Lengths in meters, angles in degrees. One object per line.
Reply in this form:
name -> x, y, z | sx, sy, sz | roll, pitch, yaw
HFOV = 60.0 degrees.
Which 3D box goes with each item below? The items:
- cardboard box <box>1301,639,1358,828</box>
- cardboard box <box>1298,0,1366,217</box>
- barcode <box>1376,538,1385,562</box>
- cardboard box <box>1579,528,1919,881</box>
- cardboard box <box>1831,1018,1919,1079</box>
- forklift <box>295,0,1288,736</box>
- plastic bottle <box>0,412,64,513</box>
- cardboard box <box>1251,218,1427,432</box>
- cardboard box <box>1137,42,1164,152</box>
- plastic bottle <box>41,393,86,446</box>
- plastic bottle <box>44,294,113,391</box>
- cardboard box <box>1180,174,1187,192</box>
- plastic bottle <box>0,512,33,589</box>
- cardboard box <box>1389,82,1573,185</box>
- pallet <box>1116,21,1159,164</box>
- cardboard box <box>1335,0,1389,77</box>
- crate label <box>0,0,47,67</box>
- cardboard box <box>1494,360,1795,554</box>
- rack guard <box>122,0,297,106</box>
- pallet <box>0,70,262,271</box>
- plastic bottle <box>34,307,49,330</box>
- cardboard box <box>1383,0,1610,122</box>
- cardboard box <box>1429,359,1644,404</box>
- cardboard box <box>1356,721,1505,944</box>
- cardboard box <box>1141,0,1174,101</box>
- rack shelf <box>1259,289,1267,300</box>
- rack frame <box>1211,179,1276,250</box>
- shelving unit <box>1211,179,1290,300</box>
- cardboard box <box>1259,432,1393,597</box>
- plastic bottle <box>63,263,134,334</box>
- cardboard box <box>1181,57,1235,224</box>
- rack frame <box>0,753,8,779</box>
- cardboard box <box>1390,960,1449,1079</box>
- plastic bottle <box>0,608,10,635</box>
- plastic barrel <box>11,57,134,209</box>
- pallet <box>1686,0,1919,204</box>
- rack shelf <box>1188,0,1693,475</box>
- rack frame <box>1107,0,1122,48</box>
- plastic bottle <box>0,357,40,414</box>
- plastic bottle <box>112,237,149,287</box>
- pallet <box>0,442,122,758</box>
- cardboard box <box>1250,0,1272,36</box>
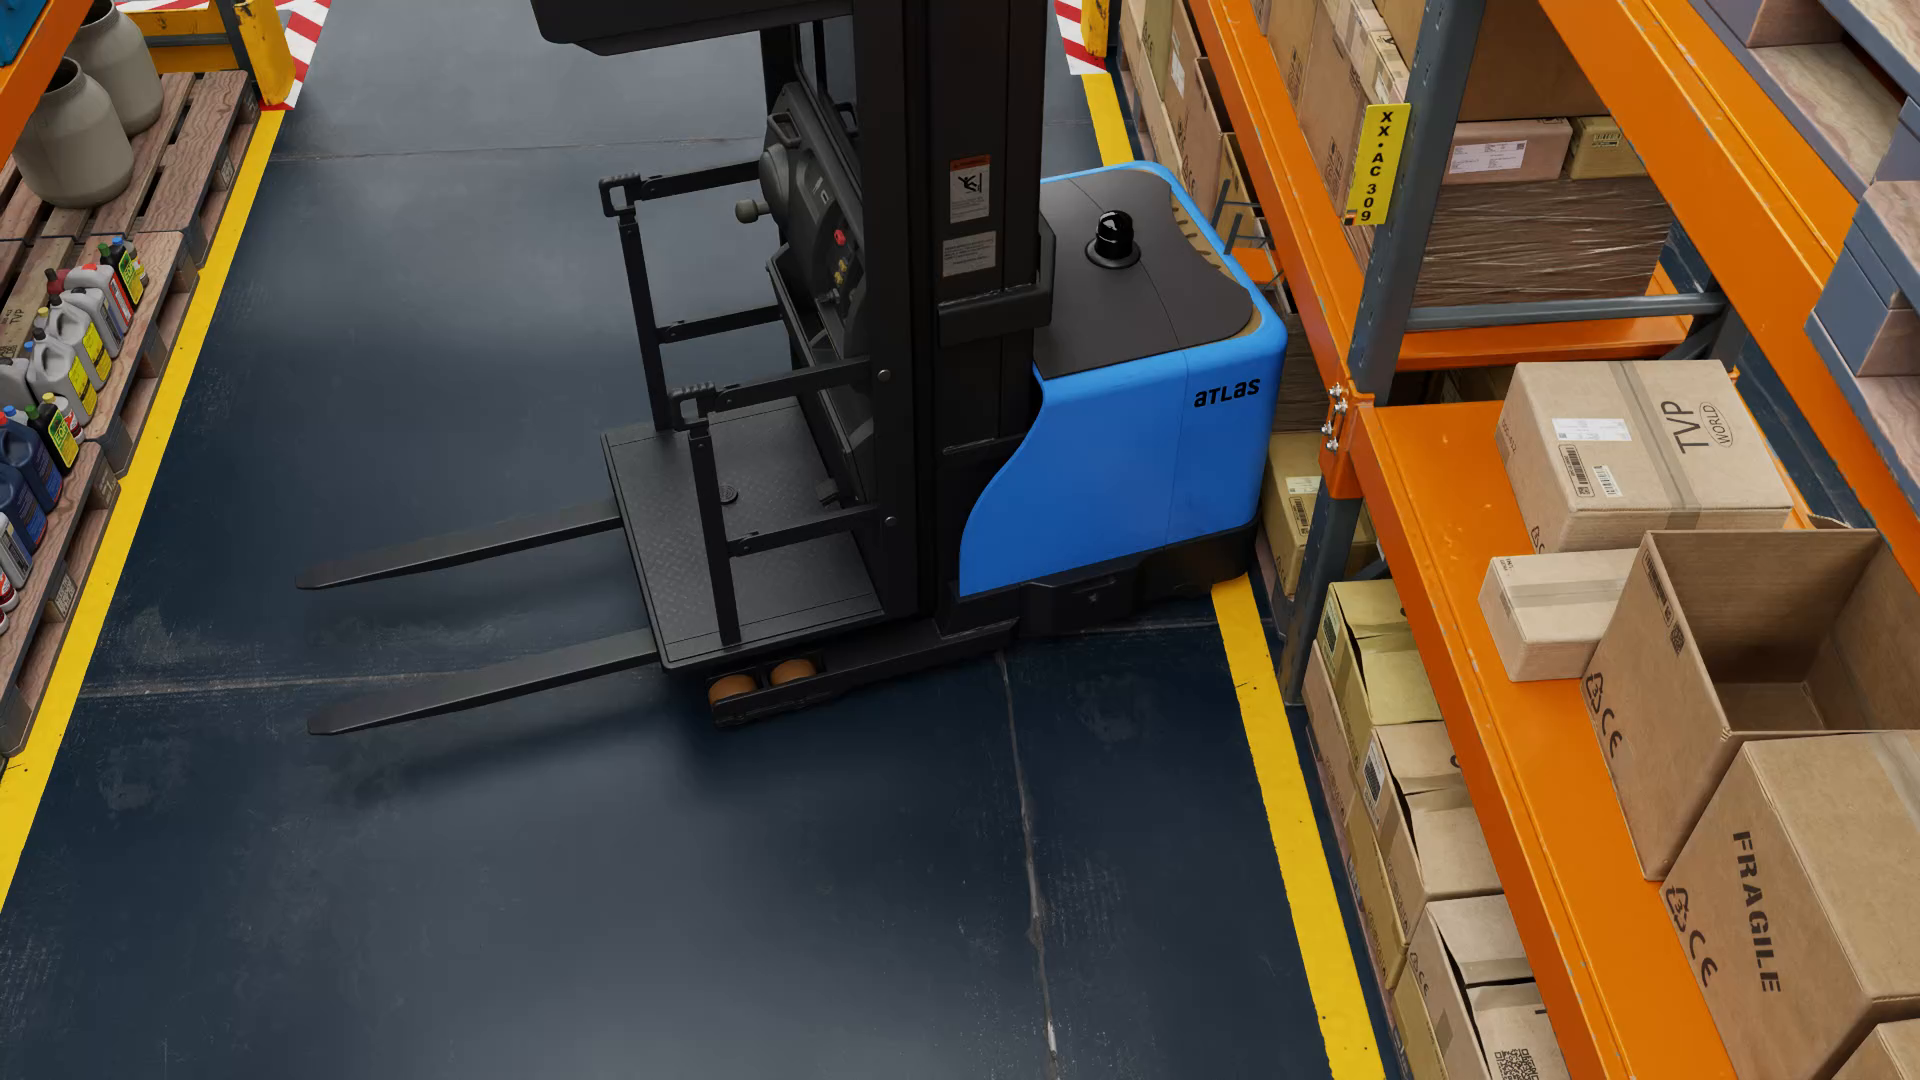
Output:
cardboard box -> 1.304, 0.532, 4.785 | 0.500, 0.250, 0.500 | -5, 47, -4
cardboard box -> 1.423, -1.312, 4.858 | 0.700, 0.500, 0.500 | -4, 47, -4
barcode -> 1.124, 0.012, 4.430 | 0.001, 0.075, 0.075 | -3, 47, -3
cardboard box -> 1.610, 0.328, 3.305 | 0.500, 0.500, 0.500 | 0, 47, 0
cardboard box -> 1.696, 1.071, 2.601 | 0.500, 0.500, 0.500 | -6, 47, -5
forklift -> -0.592, -0.863, 4.549 | 3.031, 2.935, 1.130 | -14, 48, -13
plastic bottle -> -3.089, -0.264, 5.455 | 0.144, 0.351, 0.185 | -5, 47, -5
cardboard box -> 1.231, -0.717, 5.452 | 0.500, 0.500, 0.500 | -3, 47, -3
cardboard box -> 1.051, -1.906, 7.094 | 0.500, 0.250, 0.500 | -3, 47, -3
plastic bottle -> -3.089, -0.419, 5.705 | 0.097, 0.201, 0.097 | 0, 47, 0
plastic bottle -> -3.140, -0.706, 5.874 | 0.144, 0.351, 0.185 | -2, 47, -2
cardboard box -> 1.130, -1.182, 6.408 | 0.500, 0.250, 0.500 | -3, 47, -3
plastic bottle -> -3.063, 0.018, 5.240 | 0.152, 0.276, 0.135 | -2, 47, -2
cardboard box -> 1.281, -1.017, 4.132 | 0.380, 0.149, 0.250 | -4, 47, -3
pallet -> 1.288, -1.960, 7.461 | 1.003, 0.211, 1.213 | -3, 47, -3
cardboard box -> 1.238, -1.385, 4.480 | 0.380, 0.149, 0.250 | -5, 47, -4
crate label -> -3.330, -1.869, 5.429 | 0.502, 0.435, 0.616 | -3, 47, -3
cardboard box -> 1.602, -0.171, 3.949 | 0.500, 0.250, 0.500 | -1, 47, -1
rack guard -> -3.700, -2.260, 7.546 | 1.175, 0.500, 0.348 | -3, 47, -3
pallet -> -3.638, -1.572, 7.094 | 1.003, 0.211, 1.213 | -3, 47, -3
plastic bottle -> -3.280, -0.753, 6.022 | 0.097, 0.201, 0.097 | 0, 47, 0
cardboard box -> 1.474, -1.377, 4.026 | 0.700, 0.500, 0.500 | -3, 47, -3
cardboard box -> 1.791, -0.387, 5.139 | 0.500, 0.500, 0.500 | -3, 47, -3
cardboard box -> 1.340, 0.709, 4.231 | 0.500, 0.311, 0.500 | -4, 47, -4
cardboard box -> 1.050, -2.164, 6.821 | 0.500, 0.500, 0.500 | -3, 47, -3
rack shelf -> 0.879, -0.758, 5.363 | 0.258, 0.103, 0.180 | 3, 45, -10
rack frame -> 0.841, -0.685, 5.563 | 0.240, 1.200, 0.006 | 3, 45, -10
shelving unit -> 0.849, -0.620, 5.499 | 0.258, 1.200, 0.189 | 3, 45, -10
cardboard box -> 1.261, -0.097, 5.380 | 0.500, 0.250, 0.500 | -3, 47, -3
plastic bottle -> -3.169, -0.900, 6.109 | 0.152, 0.276, 0.135 | -3, 47, -3
cardboard box -> 1.129, -1.440, 6.136 | 0.500, 0.500, 0.500 | -3, 47, -3
rack frame -> -3.419, -0.278, 3.947 | 1.000, 3.000, 0.127 | -3, 47, -3
cardboard box -> 1.392, 1.277, 4.080 | 0.500, 0.250, 0.500 | -5, 47, -5
plastic bottle -> -3.017, 0.203, 5.116 | 0.097, 0.201, 0.097 | 0, 47, 0
plastic barrel -> -3.581, -1.626, 6.649 | 0.421, 0.512, 0.421 | 0, 47, 0
pallet -> 1.604, -0.904, 2.606 | 0.805, 0.209, 1.217 | -5, 47, -5
rack shelf -> 1.350, -1.776, 5.861 | 1.077, 0.370, 4.000 | -3, 47, -3
rack frame -> 1.183, -3.470, 6.970 | 1.000, 3.000, 0.127 | -3, 47, -3
plastic bottle -> -3.270, -0.518, 5.748 | 0.152, 0.276, 0.135 | -3, 47, -3
plastic bottle -> -3.163, -1.058, 6.311 | 0.097, 0.201, 0.097 | 0, 47, 0
pallet -> -3.434, 0.193, 5.422 | 1.003, 0.211, 1.213 | -3, 47, -3
cardboard box -> 1.341, -2.046, 5.553 | 0.700, 0.500, 0.500 | -2, 47, -2
